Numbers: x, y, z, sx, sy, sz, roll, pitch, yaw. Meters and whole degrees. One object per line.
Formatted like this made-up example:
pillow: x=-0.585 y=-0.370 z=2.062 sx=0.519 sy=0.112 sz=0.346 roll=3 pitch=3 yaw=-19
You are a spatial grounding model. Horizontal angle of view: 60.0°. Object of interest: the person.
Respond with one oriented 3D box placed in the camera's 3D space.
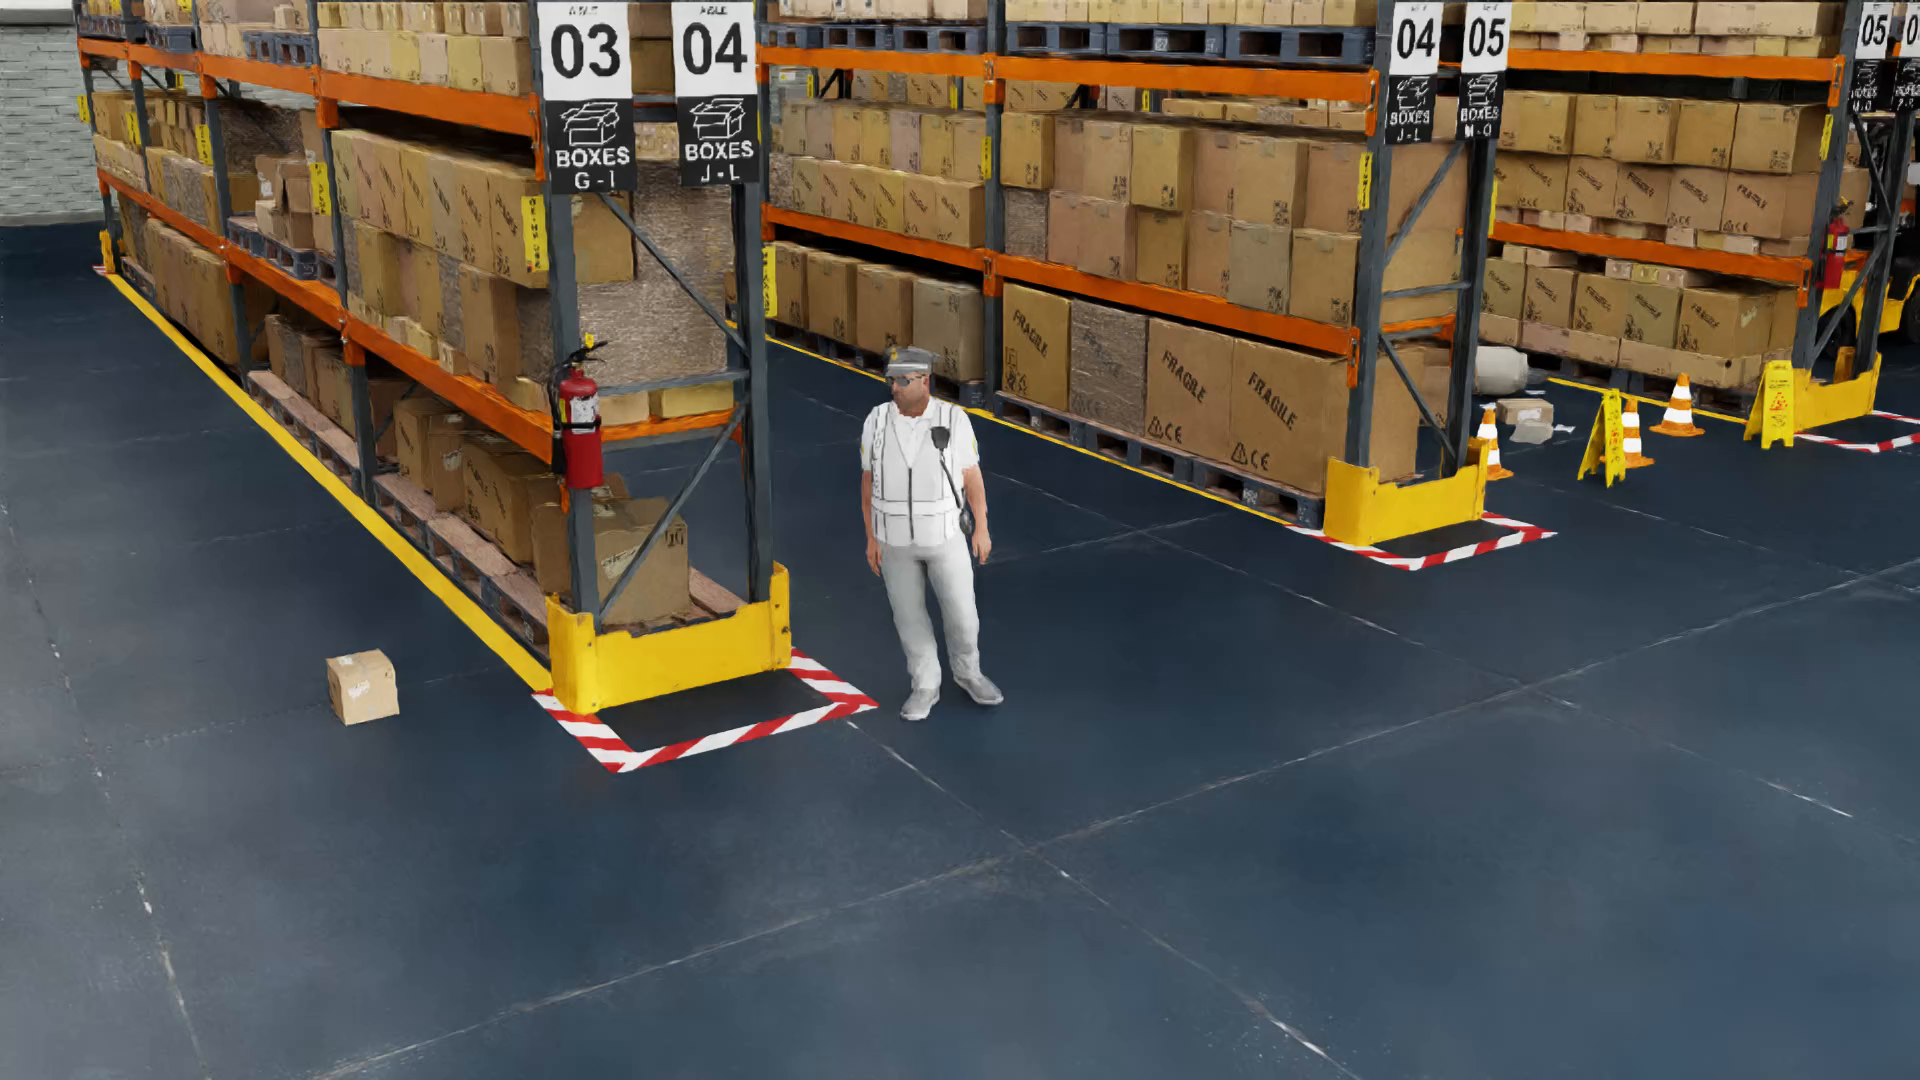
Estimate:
person: x=-0.127 y=-0.039 z=7.631 sx=0.655 sy=1.755 sz=0.496 roll=2 pitch=18 yaw=7
